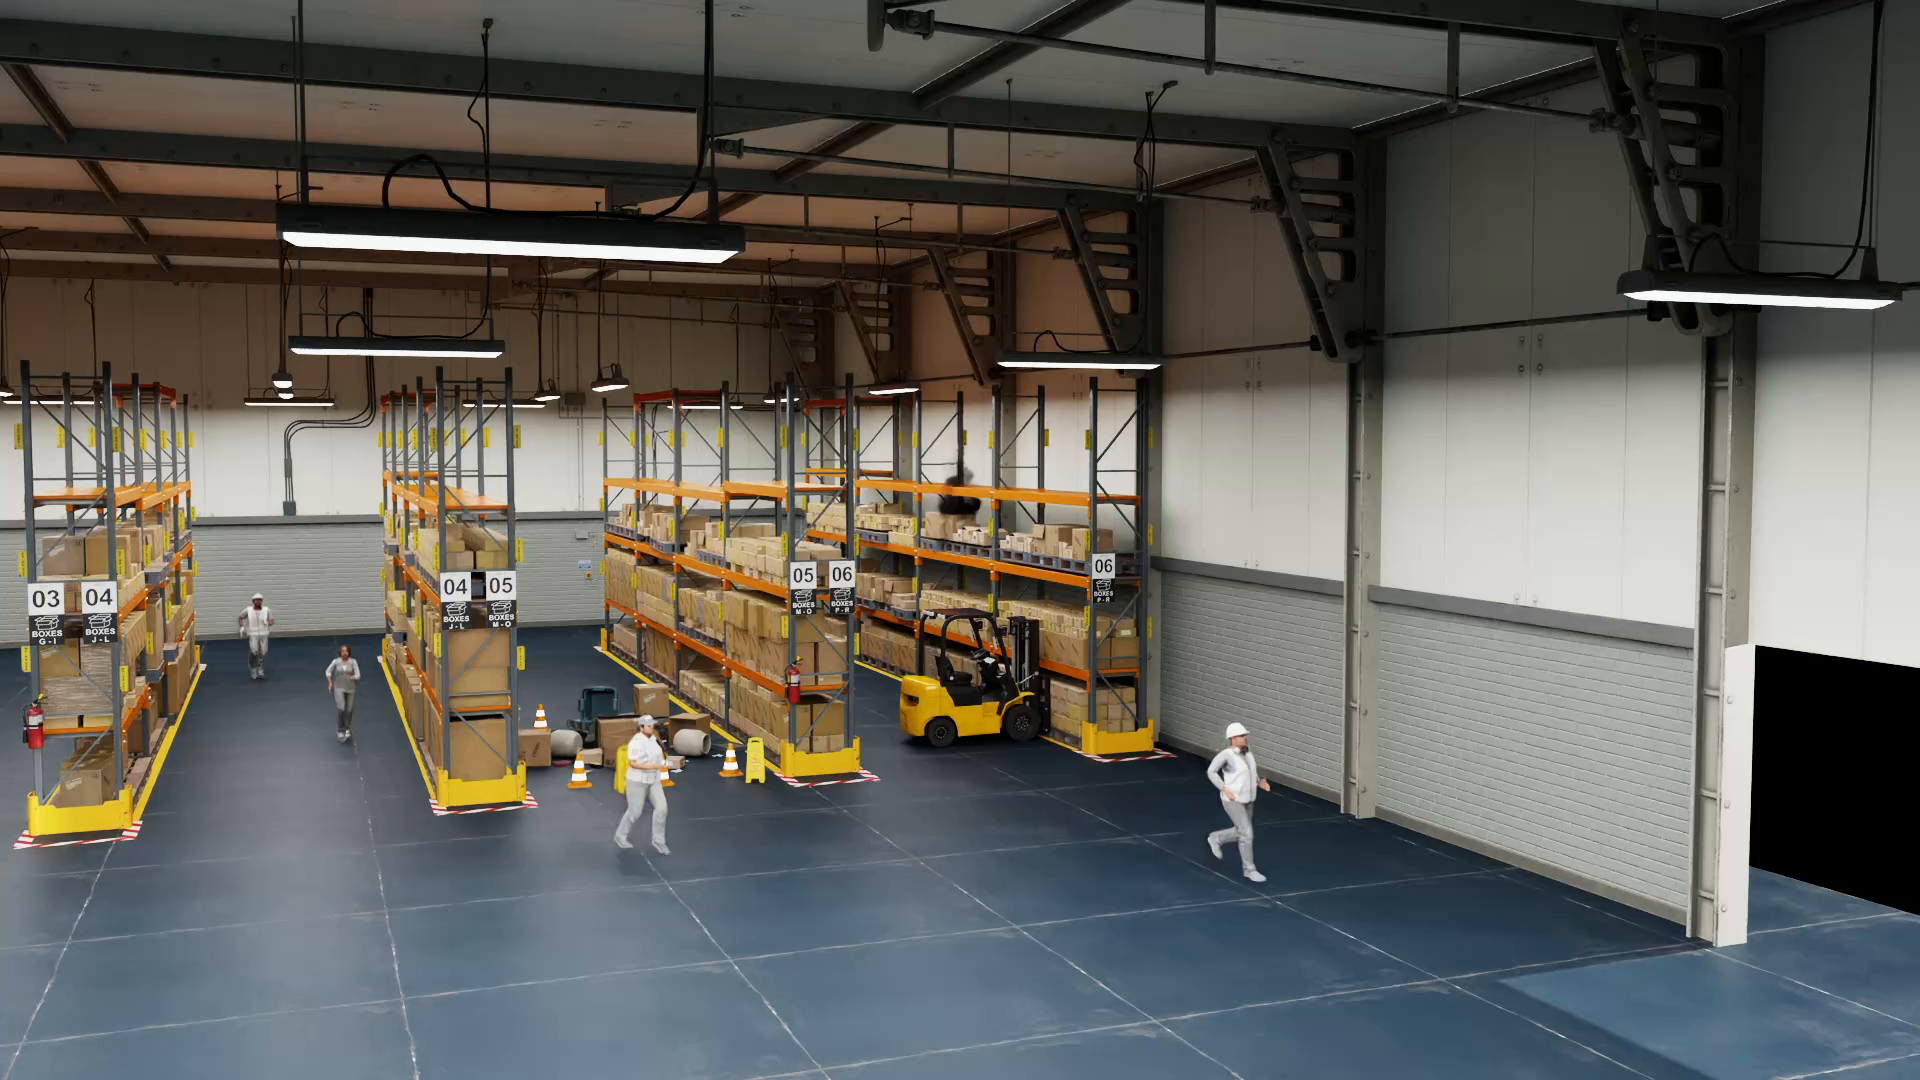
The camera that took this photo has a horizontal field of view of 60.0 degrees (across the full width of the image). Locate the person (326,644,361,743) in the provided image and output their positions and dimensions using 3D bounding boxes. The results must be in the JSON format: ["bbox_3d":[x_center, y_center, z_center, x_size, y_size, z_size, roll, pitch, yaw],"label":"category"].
[{"bbox_3d":[-10.218,2.554,27.599,0.503,1.593,0.682,-2,4,-29],"label":"person"}]

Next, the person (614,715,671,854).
[{"bbox_3d":[-3.845,2.975,20.163,0.751,1.743,0.618,2,4,28],"label":"person"}]

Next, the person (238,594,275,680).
[{"bbox_3d":[-14.691,2.020,34.795,0.663,1.794,0.716,-2,4,-32],"label":"person"}]

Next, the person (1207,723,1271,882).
[{"bbox_3d":[3.167,2.944,19.105,0.662,1.693,0.880,-3,5,-44],"label":"person"}]
